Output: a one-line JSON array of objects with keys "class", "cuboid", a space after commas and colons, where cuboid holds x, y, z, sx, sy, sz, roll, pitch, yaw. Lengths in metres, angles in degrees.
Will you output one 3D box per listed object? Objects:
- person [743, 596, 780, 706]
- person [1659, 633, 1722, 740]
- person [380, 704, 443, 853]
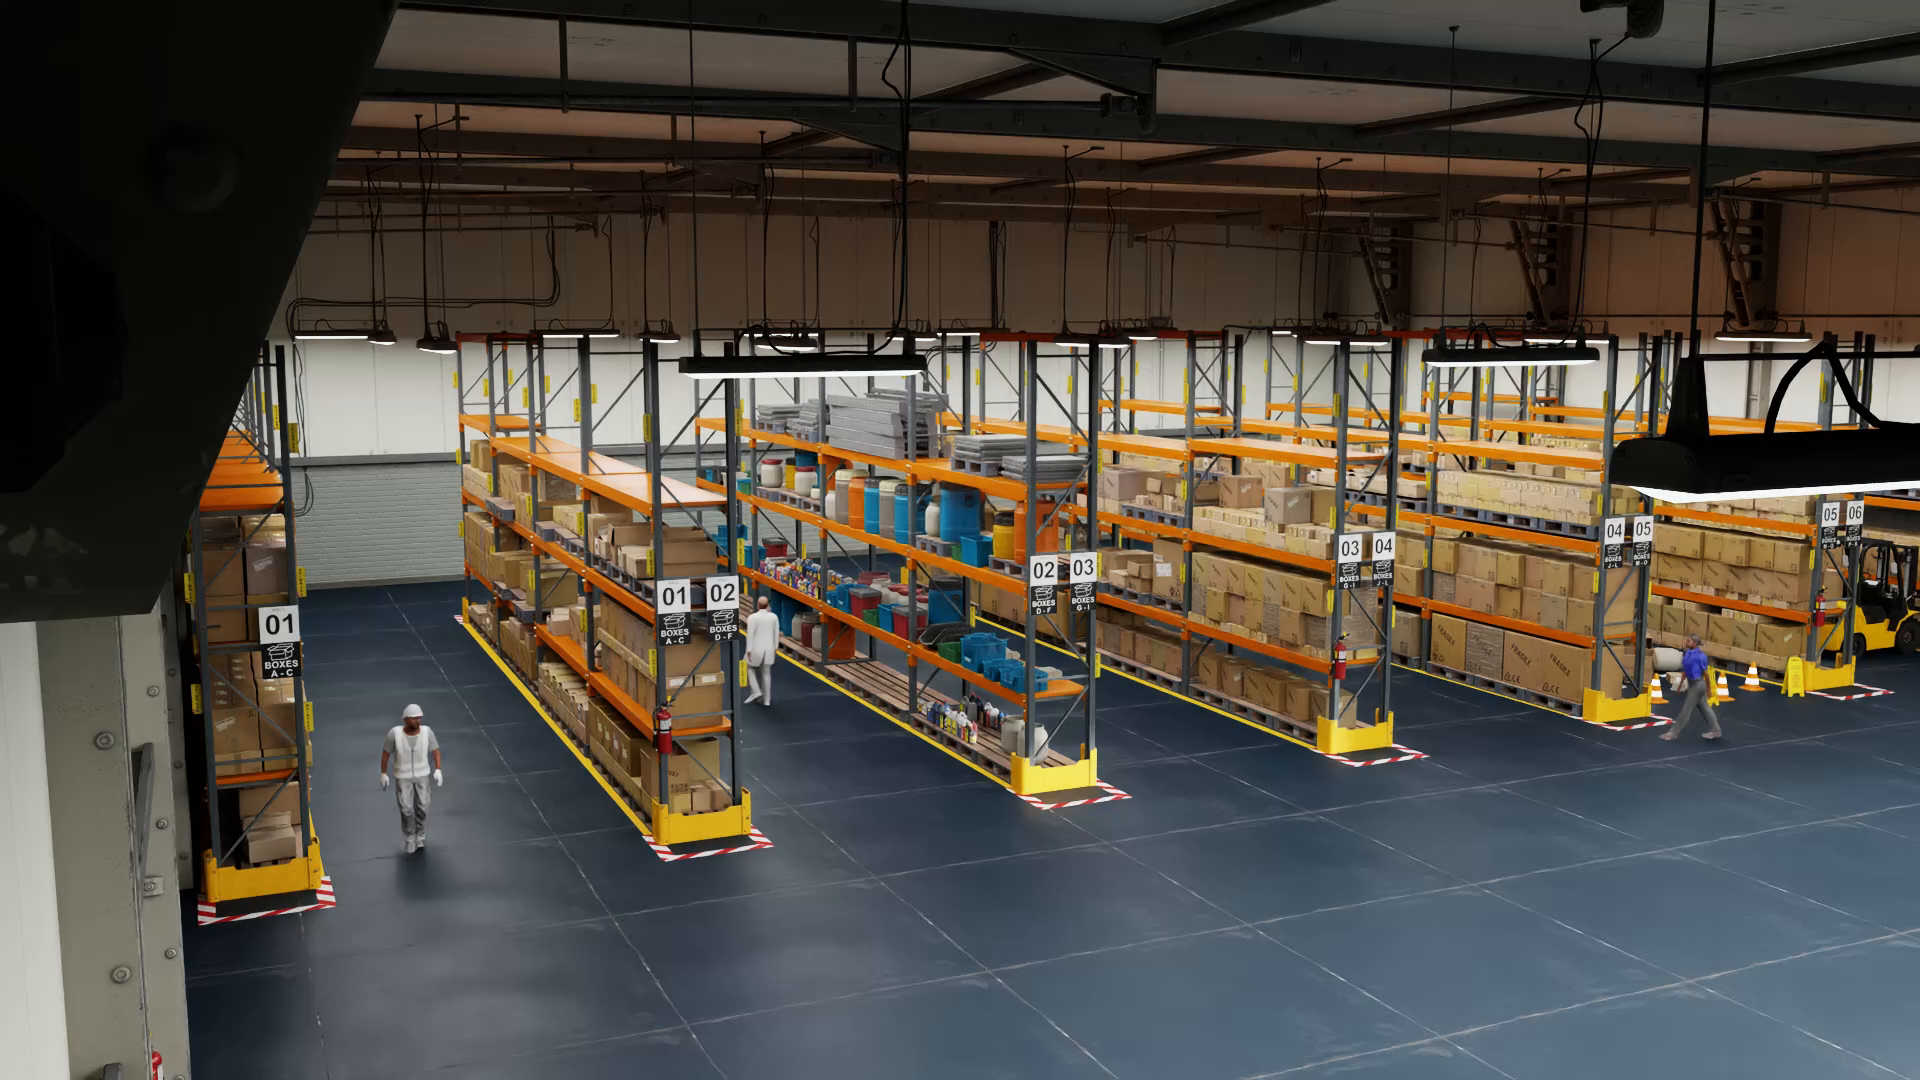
[{"class": "person", "cuboid": [-3.228, 1.841, 27.089, 0.601, 1.675, 0.488, -4, 8, -25]}, {"class": "person", "cuboid": [10.937, 2.174, 24.853, 0.968, 1.590, 0.473, 0, 8, 3]}, {"class": "person", "cuboid": [-6.496, 2.845, 19.714, 0.680, 1.798, 0.479, -4, 9, -28]}]
